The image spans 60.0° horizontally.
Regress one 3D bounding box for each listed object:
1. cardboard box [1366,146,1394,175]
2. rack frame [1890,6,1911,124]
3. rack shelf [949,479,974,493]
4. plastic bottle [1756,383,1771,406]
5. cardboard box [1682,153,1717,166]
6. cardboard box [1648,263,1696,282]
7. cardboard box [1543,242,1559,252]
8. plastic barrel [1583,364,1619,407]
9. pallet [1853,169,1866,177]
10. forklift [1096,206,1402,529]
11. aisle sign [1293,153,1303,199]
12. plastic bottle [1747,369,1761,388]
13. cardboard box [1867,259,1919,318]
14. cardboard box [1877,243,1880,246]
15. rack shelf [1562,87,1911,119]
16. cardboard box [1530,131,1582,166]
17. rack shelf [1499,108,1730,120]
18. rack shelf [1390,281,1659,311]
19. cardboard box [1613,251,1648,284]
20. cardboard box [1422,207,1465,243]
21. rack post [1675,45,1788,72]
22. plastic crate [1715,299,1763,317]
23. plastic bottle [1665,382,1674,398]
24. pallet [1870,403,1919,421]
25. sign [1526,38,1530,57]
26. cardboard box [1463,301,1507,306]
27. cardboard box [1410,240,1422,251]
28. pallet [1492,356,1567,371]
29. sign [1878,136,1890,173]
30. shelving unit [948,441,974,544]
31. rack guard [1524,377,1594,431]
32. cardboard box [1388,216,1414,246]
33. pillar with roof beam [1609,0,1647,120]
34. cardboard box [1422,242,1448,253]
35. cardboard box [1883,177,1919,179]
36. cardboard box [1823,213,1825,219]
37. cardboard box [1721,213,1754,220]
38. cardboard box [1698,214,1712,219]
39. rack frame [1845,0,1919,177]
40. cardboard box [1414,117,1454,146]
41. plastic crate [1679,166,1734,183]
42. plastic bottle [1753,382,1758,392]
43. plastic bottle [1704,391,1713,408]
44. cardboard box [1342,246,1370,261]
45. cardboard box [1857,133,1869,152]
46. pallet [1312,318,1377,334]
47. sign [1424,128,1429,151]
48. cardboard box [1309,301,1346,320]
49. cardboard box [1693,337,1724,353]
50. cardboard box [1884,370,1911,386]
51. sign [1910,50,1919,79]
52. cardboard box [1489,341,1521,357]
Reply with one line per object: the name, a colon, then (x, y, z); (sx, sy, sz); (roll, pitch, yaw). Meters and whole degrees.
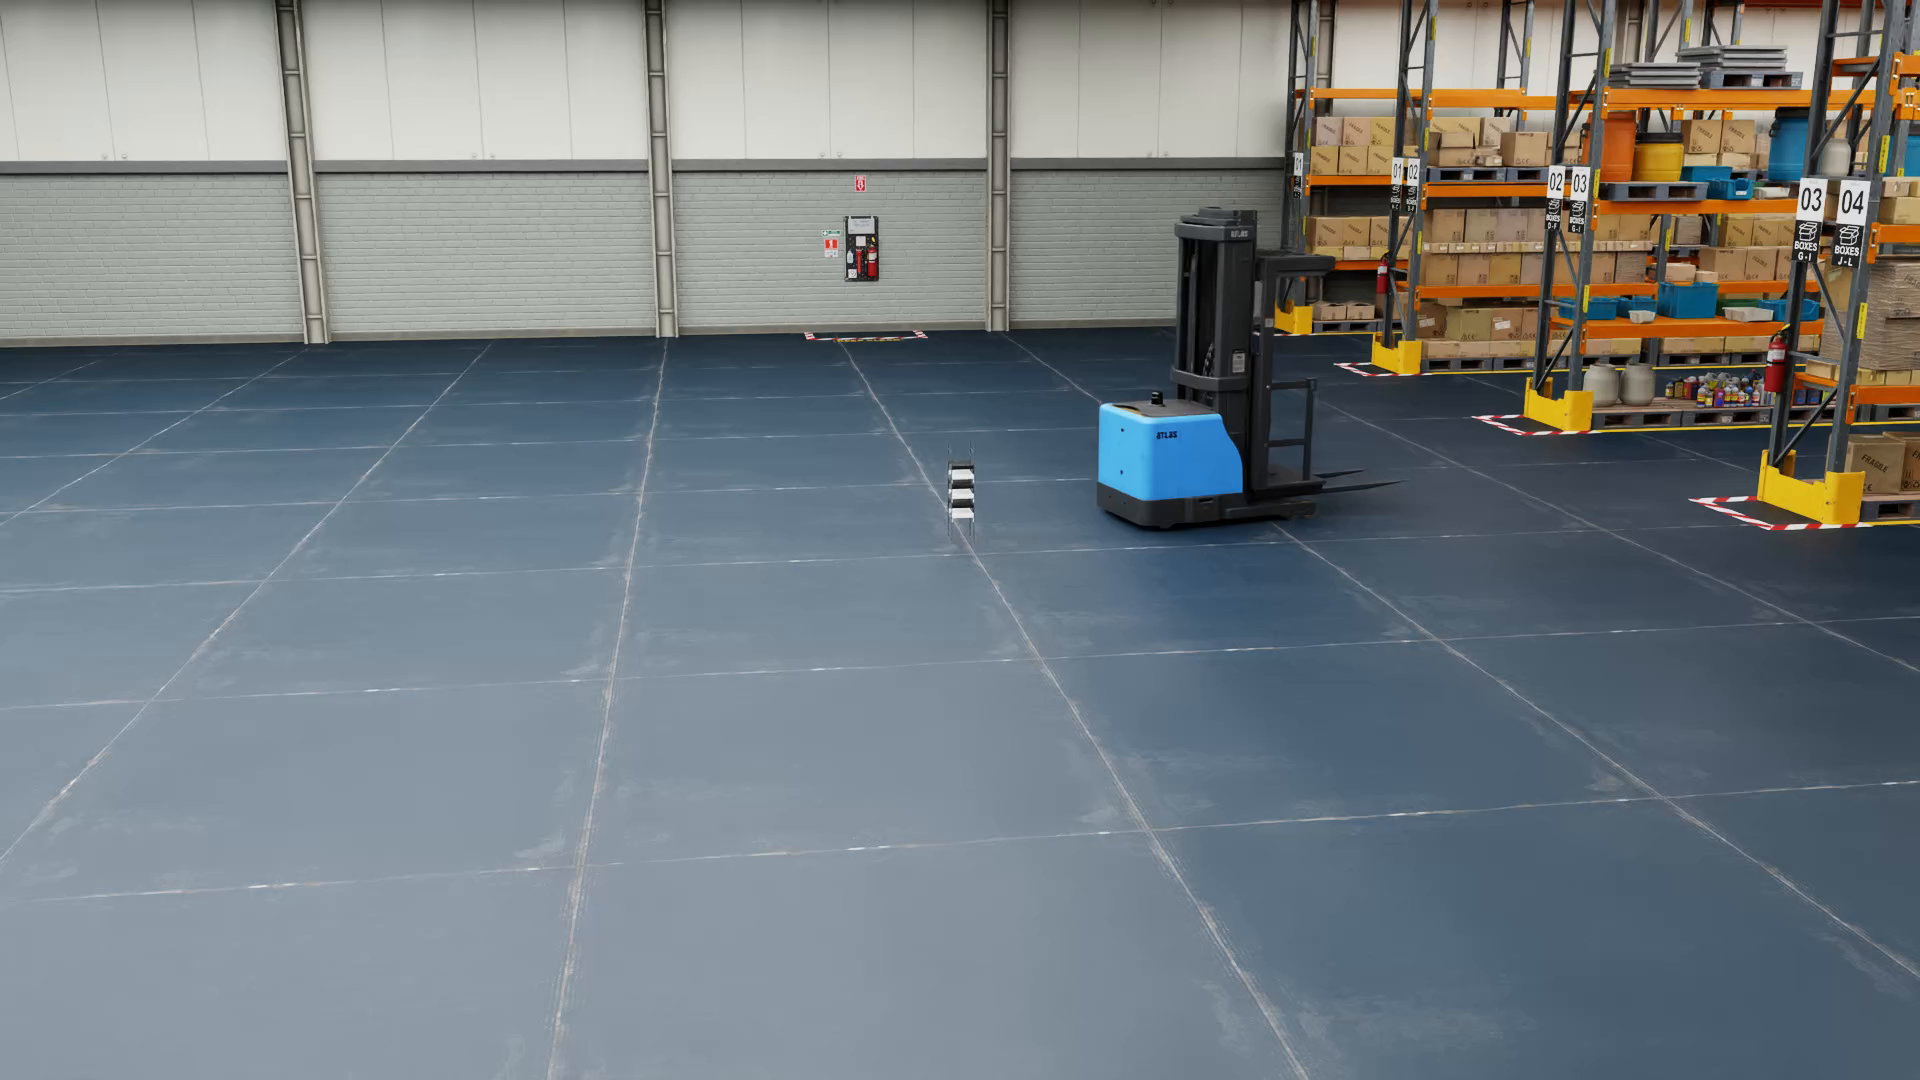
cardboard box: (7.473, -6.811, 29.829); (0.500, 0.500, 0.500); (-1, 14, -6)
rack frame: (17.922, -8.660, 31.282); (0.127, 3.000, 1.000); (-2, 14, -8)
rack shelf: (0.008, -0.492, 15.128); (0.200, 0.077, 0.258); (-2, 14, -8)
plastic bottle: (10.223, -1.853, 21.167); (0.135, 0.276, 0.152); (-2, 14, -7)
cardboard box: (11.364, -5.875, 25.787); (0.500, 0.250, 0.500); (-1, 14, -2)
cardboard box: (11.233, -4.224, 26.236); (0.500, 0.250, 0.500); (-1, 14, -5)
cardboard box: (8.998, -4.514, 25.546); (0.250, 0.149, 0.380); (-2, 14, -6)
plastic barrel: (8.171, -1.971, 21.195); (0.421, 0.512, 0.421); (0, 14, 0)
pallet: (14.051, -5.731, 26.157); (1.003, 0.211, 1.213); (-1, 14, -6)
forklift: (2.907, -1.730, 16.124); (3.031, 2.935, 1.130); (-6, 15, -21)
aisle sign: (6.029, -6.501, 29.663); (0.004, 0.787, 0.394); (-2, 14, -8)
plastic bottle: (10.441, -2.069, 21.876); (0.185, 0.351, 0.144); (-3, 14, -11)
cardboard box: (8.854, -2.373, 15.673); (0.500, 0.500, 0.500); (-2, 14, -8)
cardboard box: (17.503, -5.875, 31.652); (0.500, 0.500, 0.500); (-2, 14, -9)
rack shelf: (9.509, -5.372, 20.471); (4.000, 0.370, 1.077); (-2, 14, -8)
cardboard box: (9.106, -6.016, 25.542); (0.637, 0.503, 0.797); (-1, 14, -2)
rack shelf: (11.989, -7.900, 30.551); (4.000, 0.370, 1.077); (-2, 14, -8)
rack shelf: (8.775, -3.847, 25.903); (4.000, 0.370, 1.077); (-2, 14, -8)
cardboard box: (10.315, -4.300, 26.022); (0.500, 0.500, 0.700); (-2, 14, -10)
cardboard box: (7.313, -4.817, 25.420); (0.500, 0.500, 0.700); (-2, 14, -8)
rack post: (9.443, -5.883, 20.365); (0.954, 0.300, 0.937); (-2, 14, -9)
plastic crate: (10.103, -2.993, 21.454); (0.662, 0.188, 0.450); (-2, 14, -8)
plastic bottle: (9.283, -1.960, 21.748); (0.097, 0.201, 0.097); (0, 14, 0)
pallet: (12.258, -1.762, 21.843); (1.213, 0.211, 1.003); (-2, 14, -8)
sign: (10.074, -8.730, 29.479); (0.005, 0.325, 0.100); (-2, 14, -8)
cardboard box: (8.270, -3.488, 26.240); (0.500, 0.500, 0.500); (-2, 14, -8)
cardboard box: (7.147, -4.547, 25.674); (0.250, 0.149, 0.380); (-2, 14, -9)
pallet: (8.751, -2.852, 26.190); (1.213, 0.211, 1.003); (-2, 14, -8)
sign: (8.351, -3.489, 15.033); (0.005, 0.325, 0.100); (-2, 14, -8)
shelving unit: (0.008, -0.437, 15.142); (0.210, 0.900, 0.258); (-2, 14, -8)
rack guard: (7.600, -1.734, 21.135); (0.348, 0.500, 1.175); (-2, 14, -8)
cardboard box: (8.083, -5.615, 30.199); (0.500, 0.500, 0.500); (-2, 14, -7)
pillar with roof beam: (13.194, -7.640, 27.216); (0.400, 9.000, 9.100); (-2, 14, -8)
cardboard box: (7.218, -4.449, 25.286); (0.250, 0.149, 0.380); (-2, 14, -9)
cardboard box: (9.027, -3.419, 16.039); (0.250, 0.149, 0.380); (-3, 14, -11)
cardboard box: (15.983, -6.184, 31.344); (0.500, 0.250, 0.500); (-2, 14, -9)
cardboard box: (14.482, -6.127, 31.114); (0.500, 0.250, 0.500); (-2, 14, -7)
cardboard box: (14.376, -6.250, 31.606); (0.500, 0.250, 0.500); (-2, 14, -7)
rack frame: (11.487, -5.987, 20.623); (0.127, 3.000, 1.000); (-2, 14, -8)
cardboard box: (8.501, -7.331, 29.847); (0.500, 0.500, 0.500); (-3, 14, -10)
plastic crate: (9.373, -4.521, 20.977); (0.575, 0.384, 0.392); (-2, 14, -8)
plastic bottle: (10.206, -1.882, 21.269); (0.133, 0.283, 0.061); (-2, 14, -8)
plastic bottle: (9.473, -1.783, 21.040); (0.097, 0.201, 0.097); (0, 14, 0)
cardboard box: (7.097, -5.216, 30.148); (0.500, 0.250, 0.500); (-3, 14, -10)
cardboard box: (17.035, -7.461, 31.559); (0.500, 0.500, 0.700); (-3, 14, -11)
pallet: (6.940, -3.986, 30.711); (1.213, 0.211, 1.003); (-2, 14, -8)
sign: (6.874, -5.907, 24.513); (0.005, 0.325, 0.100); (-2, 14, -8)
cardboard box: (6.753, -4.228, 30.565); (0.500, 0.311, 0.500); (-4, 15, -15)
cardboard box: (11.694, -3.112, 26.281); (0.500, 0.250, 0.500); (-2, 14, -7)
cardboard box: (8.837, -1.576, 15.885); (0.250, 0.149, 0.380); (-2, 14, -8)
sign: (11.558, -5.753, 20.120); (0.005, 0.325, 0.100); (-2, 14, -8)
cardboard box: (8.349, -2.997, 25.822); (0.500, 0.250, 0.500); (-2, 14, -8)
